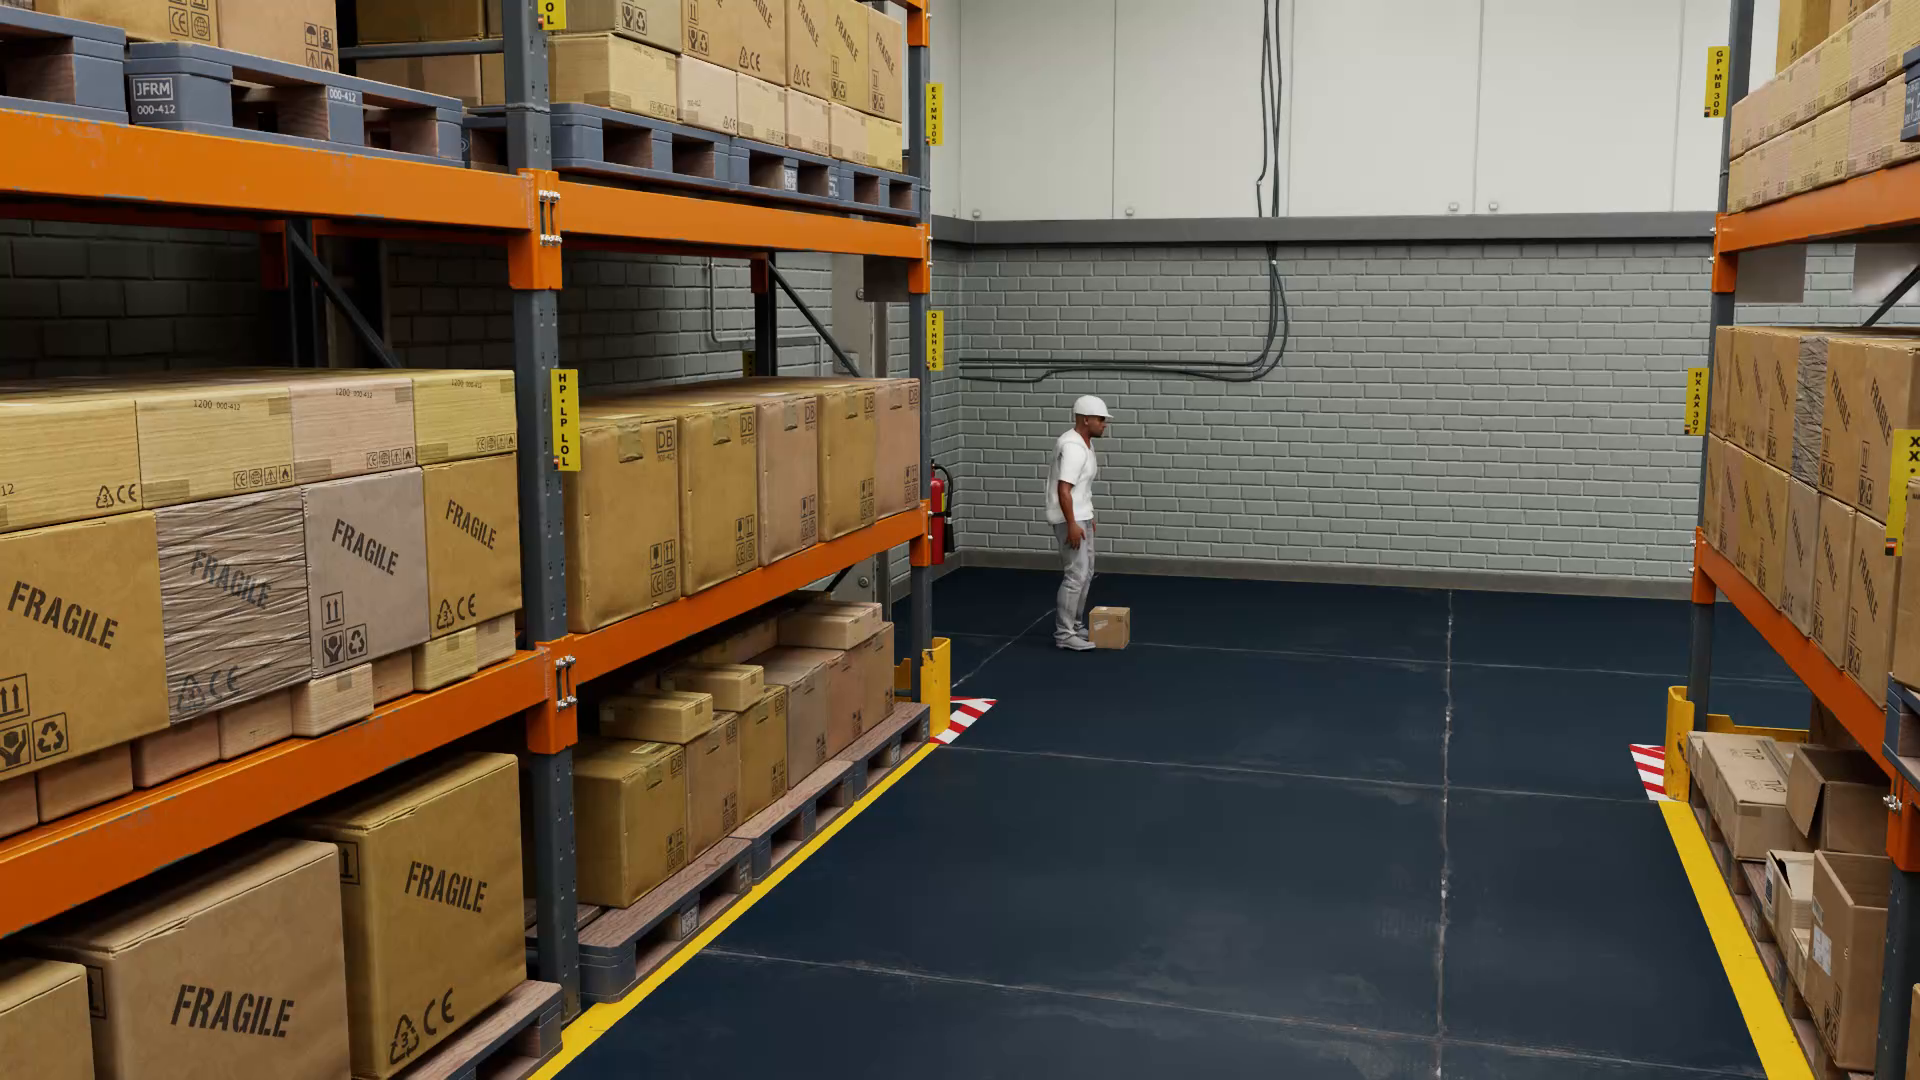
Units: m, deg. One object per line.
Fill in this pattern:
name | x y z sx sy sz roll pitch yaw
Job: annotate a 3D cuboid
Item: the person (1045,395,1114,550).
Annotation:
person | 0.839 -0.482 11.643 0.463 1.059 0.633 2 9 15
